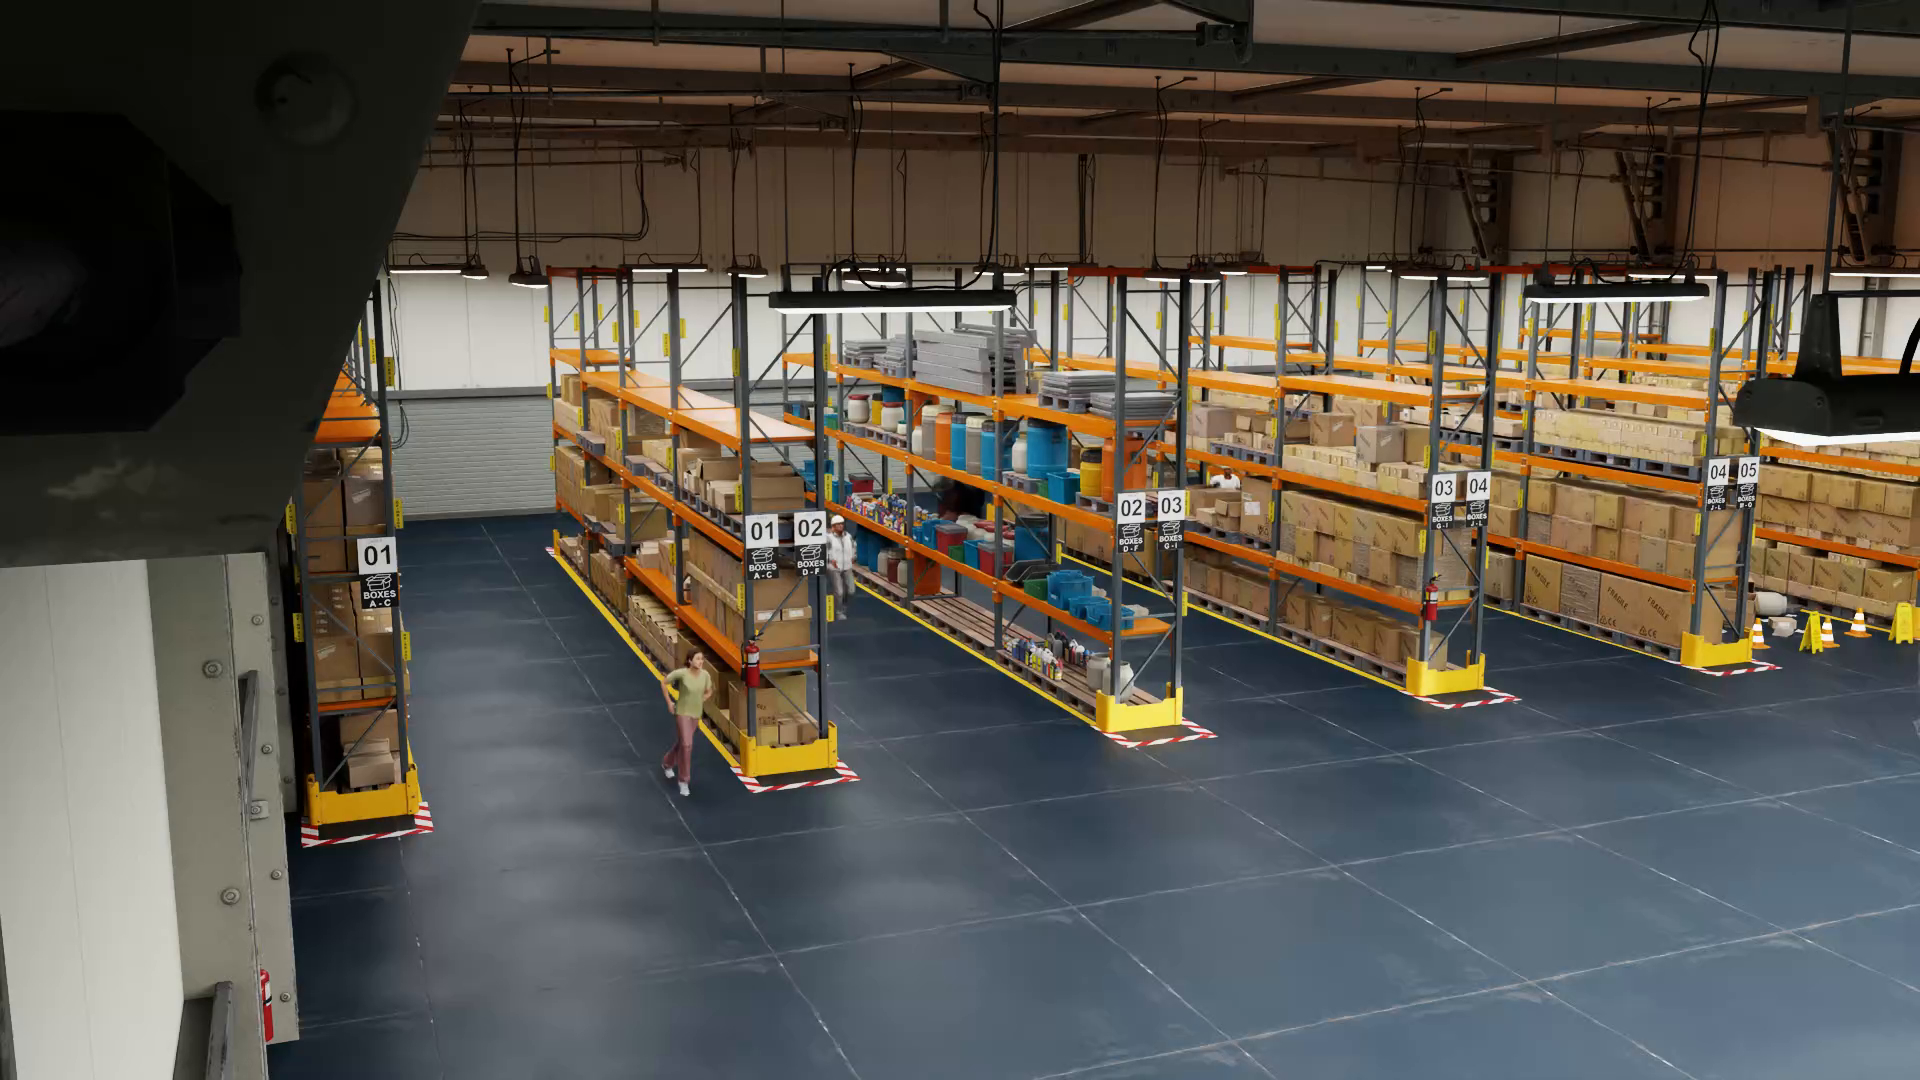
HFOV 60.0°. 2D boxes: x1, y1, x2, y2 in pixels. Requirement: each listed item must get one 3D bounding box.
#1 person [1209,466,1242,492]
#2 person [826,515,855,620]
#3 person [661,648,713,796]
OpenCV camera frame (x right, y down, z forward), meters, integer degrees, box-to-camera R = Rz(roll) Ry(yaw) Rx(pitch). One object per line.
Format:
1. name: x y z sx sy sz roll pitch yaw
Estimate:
1. person: 5.777 -0.787 36.053 0.685 1.807 0.849 -4 11 -20
2. person: -1.954 0.466 27.298 0.638 1.750 0.538 -5 11 -27
3. person: -3.253 2.114 19.876 0.631 1.693 0.836 -8 13 -40
